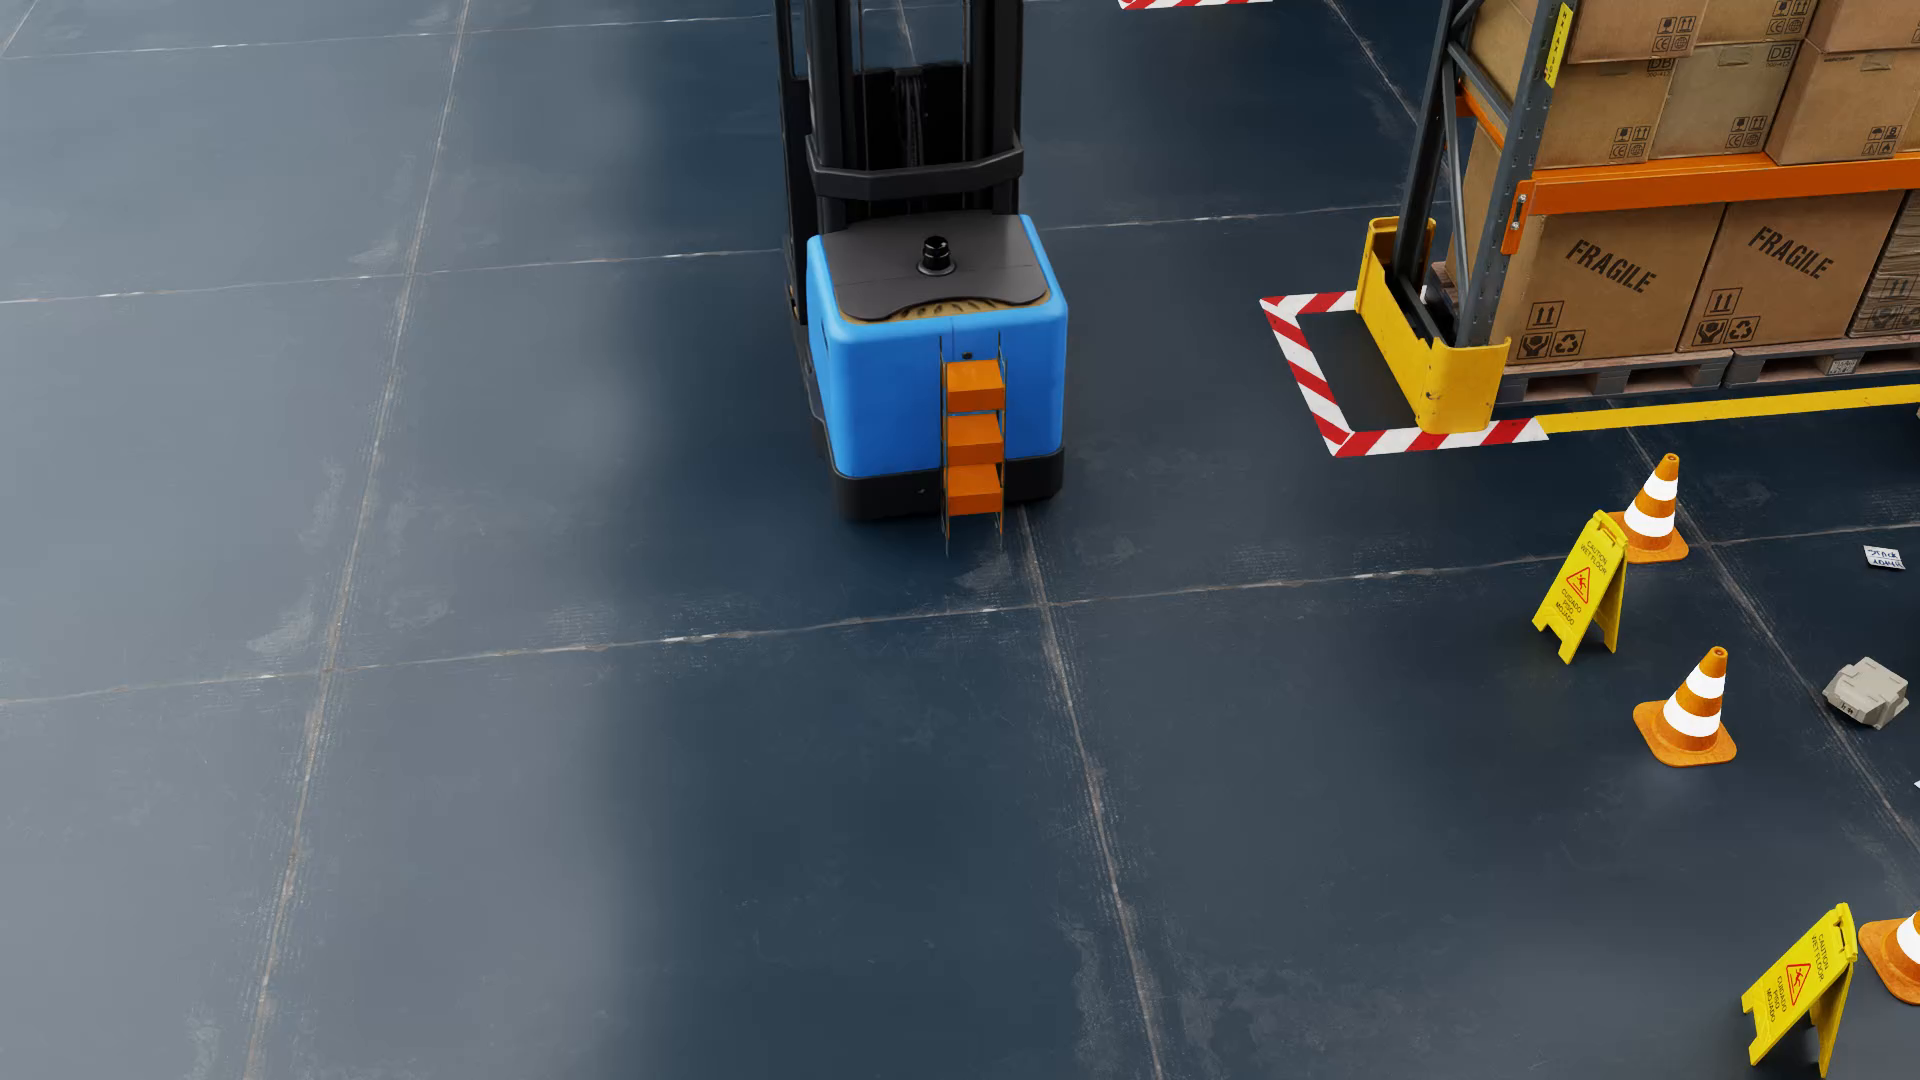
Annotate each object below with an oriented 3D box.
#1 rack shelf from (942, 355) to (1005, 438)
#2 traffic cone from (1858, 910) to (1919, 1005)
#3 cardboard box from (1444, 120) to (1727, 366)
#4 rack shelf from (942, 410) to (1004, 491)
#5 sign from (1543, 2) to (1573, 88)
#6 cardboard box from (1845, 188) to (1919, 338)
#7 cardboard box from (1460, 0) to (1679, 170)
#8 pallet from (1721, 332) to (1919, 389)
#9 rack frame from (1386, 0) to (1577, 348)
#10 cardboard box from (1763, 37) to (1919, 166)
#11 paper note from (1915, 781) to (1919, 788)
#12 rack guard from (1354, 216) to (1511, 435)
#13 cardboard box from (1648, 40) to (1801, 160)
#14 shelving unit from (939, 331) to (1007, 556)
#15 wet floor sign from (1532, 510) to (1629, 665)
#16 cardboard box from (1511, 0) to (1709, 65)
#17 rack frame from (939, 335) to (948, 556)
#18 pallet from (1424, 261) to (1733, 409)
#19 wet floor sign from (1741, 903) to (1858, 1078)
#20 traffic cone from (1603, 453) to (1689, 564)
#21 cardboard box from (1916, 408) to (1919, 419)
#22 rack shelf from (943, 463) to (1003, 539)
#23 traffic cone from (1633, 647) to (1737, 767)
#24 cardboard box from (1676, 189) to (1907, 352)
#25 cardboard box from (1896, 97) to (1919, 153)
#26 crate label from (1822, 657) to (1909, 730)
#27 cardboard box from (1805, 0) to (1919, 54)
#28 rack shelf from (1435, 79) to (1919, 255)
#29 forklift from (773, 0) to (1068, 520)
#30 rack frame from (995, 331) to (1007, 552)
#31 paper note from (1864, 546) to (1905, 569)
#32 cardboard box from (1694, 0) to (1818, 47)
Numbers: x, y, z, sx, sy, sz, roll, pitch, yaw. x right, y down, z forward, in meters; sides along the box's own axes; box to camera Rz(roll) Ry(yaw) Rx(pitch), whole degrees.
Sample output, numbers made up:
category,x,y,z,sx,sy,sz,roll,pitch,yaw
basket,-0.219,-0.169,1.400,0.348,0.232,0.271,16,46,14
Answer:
category,x,y,z,sx,sy,sz,roll,pitch,yaw
rack shelf,0.053,-0.597,6.936,0.240,0.259,0.215,-5,42,-6
traffic cone,3.359,1.305,5.673,0.334,0.463,0.336,-5,42,-6
cardboard box,3.021,-1.492,8.152,0.875,0.875,0.875,-5,42,-5
rack shelf,0.053,-0.387,7.126,0.240,0.259,0.215,-5,42,-6
sign,2.424,-2.004,6.742,0.005,0.325,0.100,-5,42,-6
cardboard box,4.798,-1.647,8.325,0.875,0.875,0.875,-5,42,-5
cardboard box,2.720,-2.140,7.486,0.550,0.550,0.875,-5,42,-6
pallet,4.347,-1.212,8.651,1.213,0.211,1.003,-5,42,-6
rack frame,2.358,-2.022,7.467,0.127,3.000,1.000,-5,42,-6
cardboard box,3.834,-2.167,7.517,0.550,0.550,0.875,-5,42,-6
paper note,3.779,0.955,6.383,0.142,0.019,0.148,-19,45,-20
rack guard,2.334,-1.092,8.302,0.348,0.500,1.175,-5,42,-6
cardboard box,3.262,-2.202,7.555,0.550,0.550,0.875,-5,42,-6
shelving unit,0.053,-0.394,7.119,0.252,1.050,0.215,-5,42,-6
wet floor sign,2.586,0.170,6.795,0.232,0.644,0.267,-12,43,-13
cardboard box,2.730,-2.485,7.063,0.550,0.550,0.875,-5,42,-6
rack frame,-0.068,-0.384,7.107,0.008,1.050,0.200,-5,42,-6
pallet,3.140,-1.108,8.536,1.213,0.211,1.003,-5,42,-6
wet floor sign,2.772,1.437,5.390,0.232,0.644,0.267,8,43,9
traffic cone,3.068,-0.183,7.323,0.334,0.463,0.336,-5,42,-6
cardboard box,4.918,-0.626,7.784,0.500,0.500,0.500,2,42,2
rack shelf,0.053,-0.180,7.312,0.240,0.259,0.215,-5,42,-6
traffic cone,2.878,0.597,6.458,0.334,0.463,0.336,-5,42,-6
cardboard box,3.894,-1.570,8.238,0.875,0.875,0.875,-6,42,-6
cardboard box,4.354,-2.241,7.598,0.500,0.550,0.875,-5,42,-6
crate label,3.649,0.609,6.688,0.298,0.136,0.250,-27,49,-27
cardboard box,3.837,-2.553,7.137,0.550,0.550,0.875,-5,42,-6
rack shelf,4.341,-1.929,7.901,4.000,0.370,1.077,-5,42,-6
forklift,-0.311,-2.172,7.685,1.130,2.935,3.031,-7,43,-8
rack frame,0.174,-0.405,7.130,0.008,1.050,0.200,-5,42,-6
paper note,4.091,0.076,7.359,0.142,0.017,0.144,8,43,9
cardboard box,3.264,-2.594,7.183,0.550,0.550,0.875,-5,42,-6
